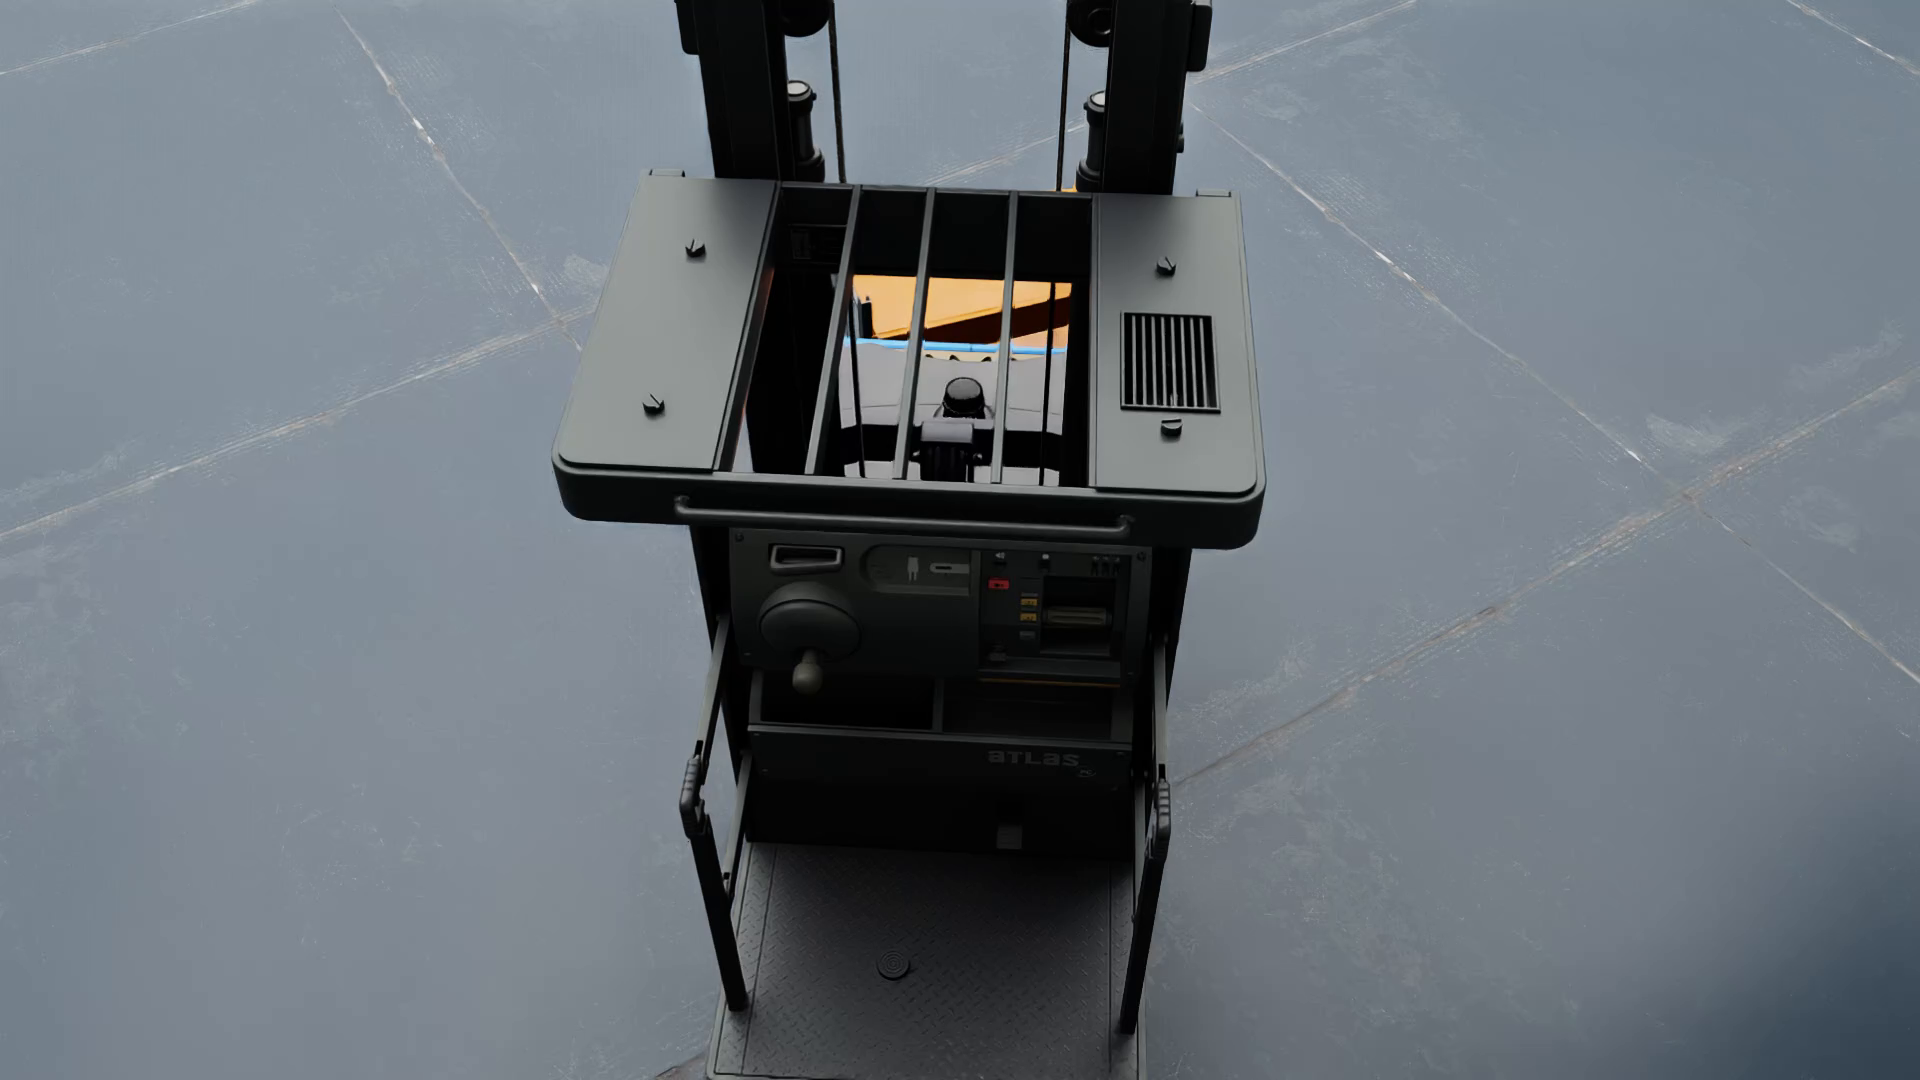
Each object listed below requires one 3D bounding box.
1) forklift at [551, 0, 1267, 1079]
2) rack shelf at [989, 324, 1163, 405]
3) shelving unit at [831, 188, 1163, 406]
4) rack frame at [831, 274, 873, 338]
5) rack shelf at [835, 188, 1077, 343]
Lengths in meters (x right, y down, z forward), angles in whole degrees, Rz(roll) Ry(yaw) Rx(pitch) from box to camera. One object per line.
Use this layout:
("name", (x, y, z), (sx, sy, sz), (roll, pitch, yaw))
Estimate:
("forklift", (-0.057, 0.261, 3.555), (1.130, 2.935, 3.031), (3, 48, 2))
("rack shelf", (0.126, -0.461, 5.734), (1.000, 0.278, 0.538), (-14, 50, -12))
("shelving unit", (0.126, -0.623, 5.552), (1.048, 1.125, 0.538), (-14, 50, -12))
("rack frame", (-0.355, -0.500, 5.442), (0.032, 1.125, 0.500), (-14, 50, -12))
("rack shelf", (0.126, -0.818, 5.333), (1.000, 0.278, 0.538), (-14, 50, -12))
